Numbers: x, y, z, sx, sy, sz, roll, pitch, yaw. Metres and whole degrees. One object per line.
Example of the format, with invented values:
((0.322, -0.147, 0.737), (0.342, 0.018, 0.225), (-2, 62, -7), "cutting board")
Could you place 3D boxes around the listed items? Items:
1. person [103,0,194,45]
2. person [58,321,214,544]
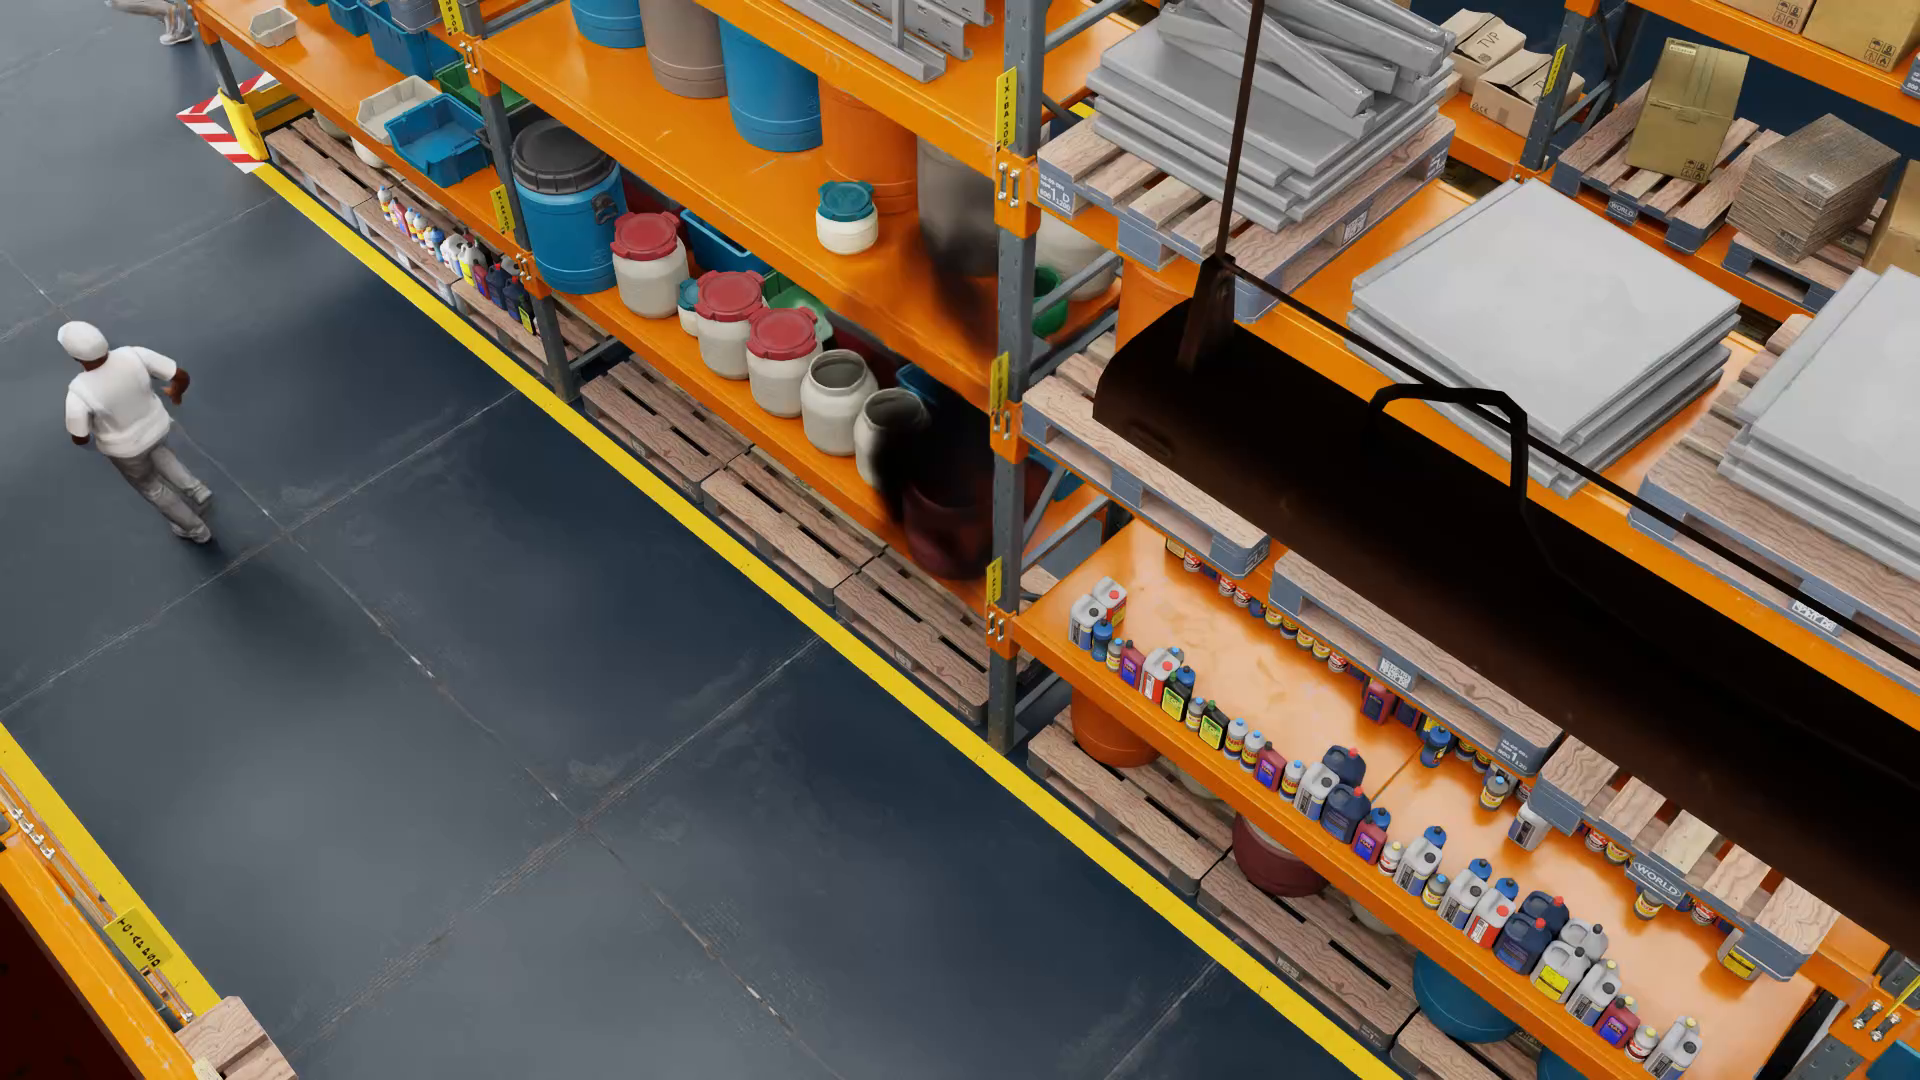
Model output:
((-6.693, -4.638, 13.212), (0.619, 1.665, 0.604), (-3, 50, -2), "person")
((-4.897, -0.662, 9.811), (0.598, 1.721, 0.690), (24, 54, 19), "person")
